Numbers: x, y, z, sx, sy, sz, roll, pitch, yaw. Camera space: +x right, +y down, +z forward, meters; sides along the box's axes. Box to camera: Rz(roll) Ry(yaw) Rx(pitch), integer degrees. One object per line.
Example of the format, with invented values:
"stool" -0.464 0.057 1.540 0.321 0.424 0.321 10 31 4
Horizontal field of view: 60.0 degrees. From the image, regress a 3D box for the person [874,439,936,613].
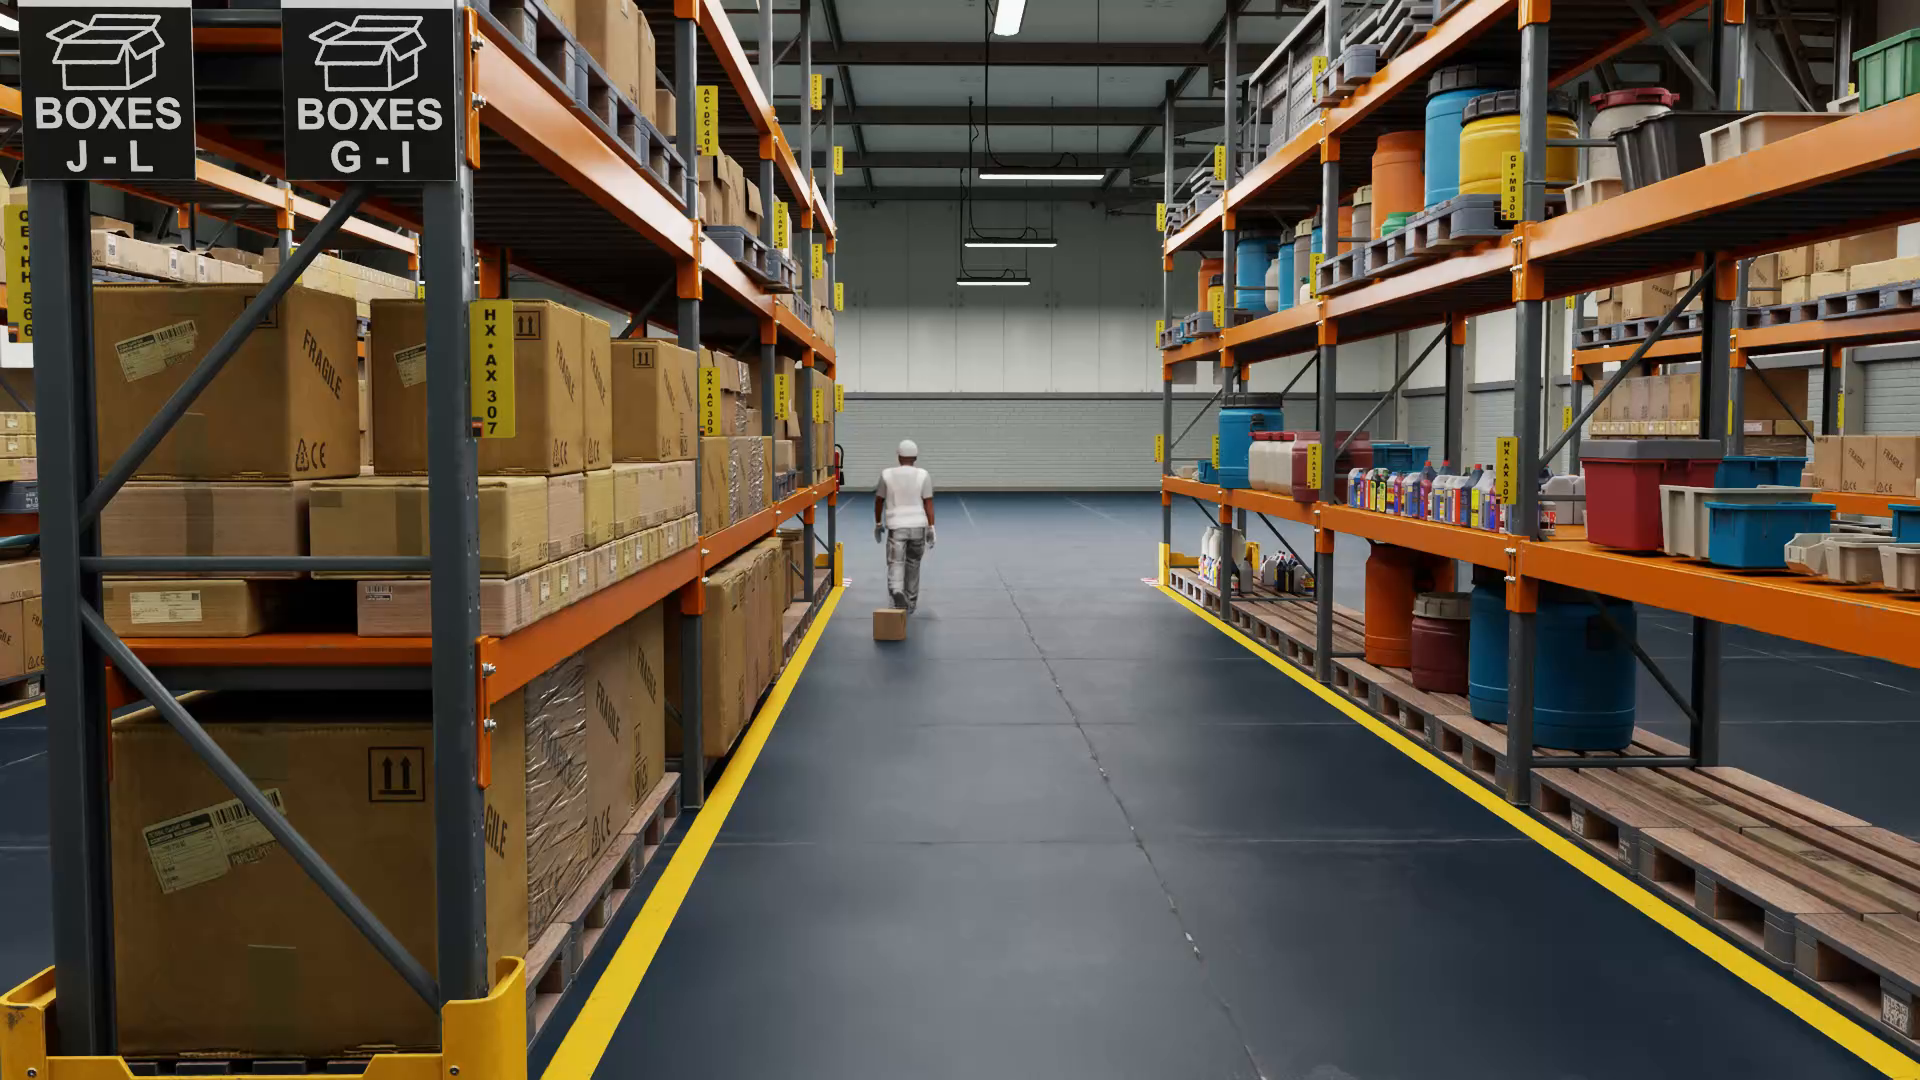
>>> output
"person" -0.544 -0.123 16.484 0.602 1.746 0.931 0 4 -4
